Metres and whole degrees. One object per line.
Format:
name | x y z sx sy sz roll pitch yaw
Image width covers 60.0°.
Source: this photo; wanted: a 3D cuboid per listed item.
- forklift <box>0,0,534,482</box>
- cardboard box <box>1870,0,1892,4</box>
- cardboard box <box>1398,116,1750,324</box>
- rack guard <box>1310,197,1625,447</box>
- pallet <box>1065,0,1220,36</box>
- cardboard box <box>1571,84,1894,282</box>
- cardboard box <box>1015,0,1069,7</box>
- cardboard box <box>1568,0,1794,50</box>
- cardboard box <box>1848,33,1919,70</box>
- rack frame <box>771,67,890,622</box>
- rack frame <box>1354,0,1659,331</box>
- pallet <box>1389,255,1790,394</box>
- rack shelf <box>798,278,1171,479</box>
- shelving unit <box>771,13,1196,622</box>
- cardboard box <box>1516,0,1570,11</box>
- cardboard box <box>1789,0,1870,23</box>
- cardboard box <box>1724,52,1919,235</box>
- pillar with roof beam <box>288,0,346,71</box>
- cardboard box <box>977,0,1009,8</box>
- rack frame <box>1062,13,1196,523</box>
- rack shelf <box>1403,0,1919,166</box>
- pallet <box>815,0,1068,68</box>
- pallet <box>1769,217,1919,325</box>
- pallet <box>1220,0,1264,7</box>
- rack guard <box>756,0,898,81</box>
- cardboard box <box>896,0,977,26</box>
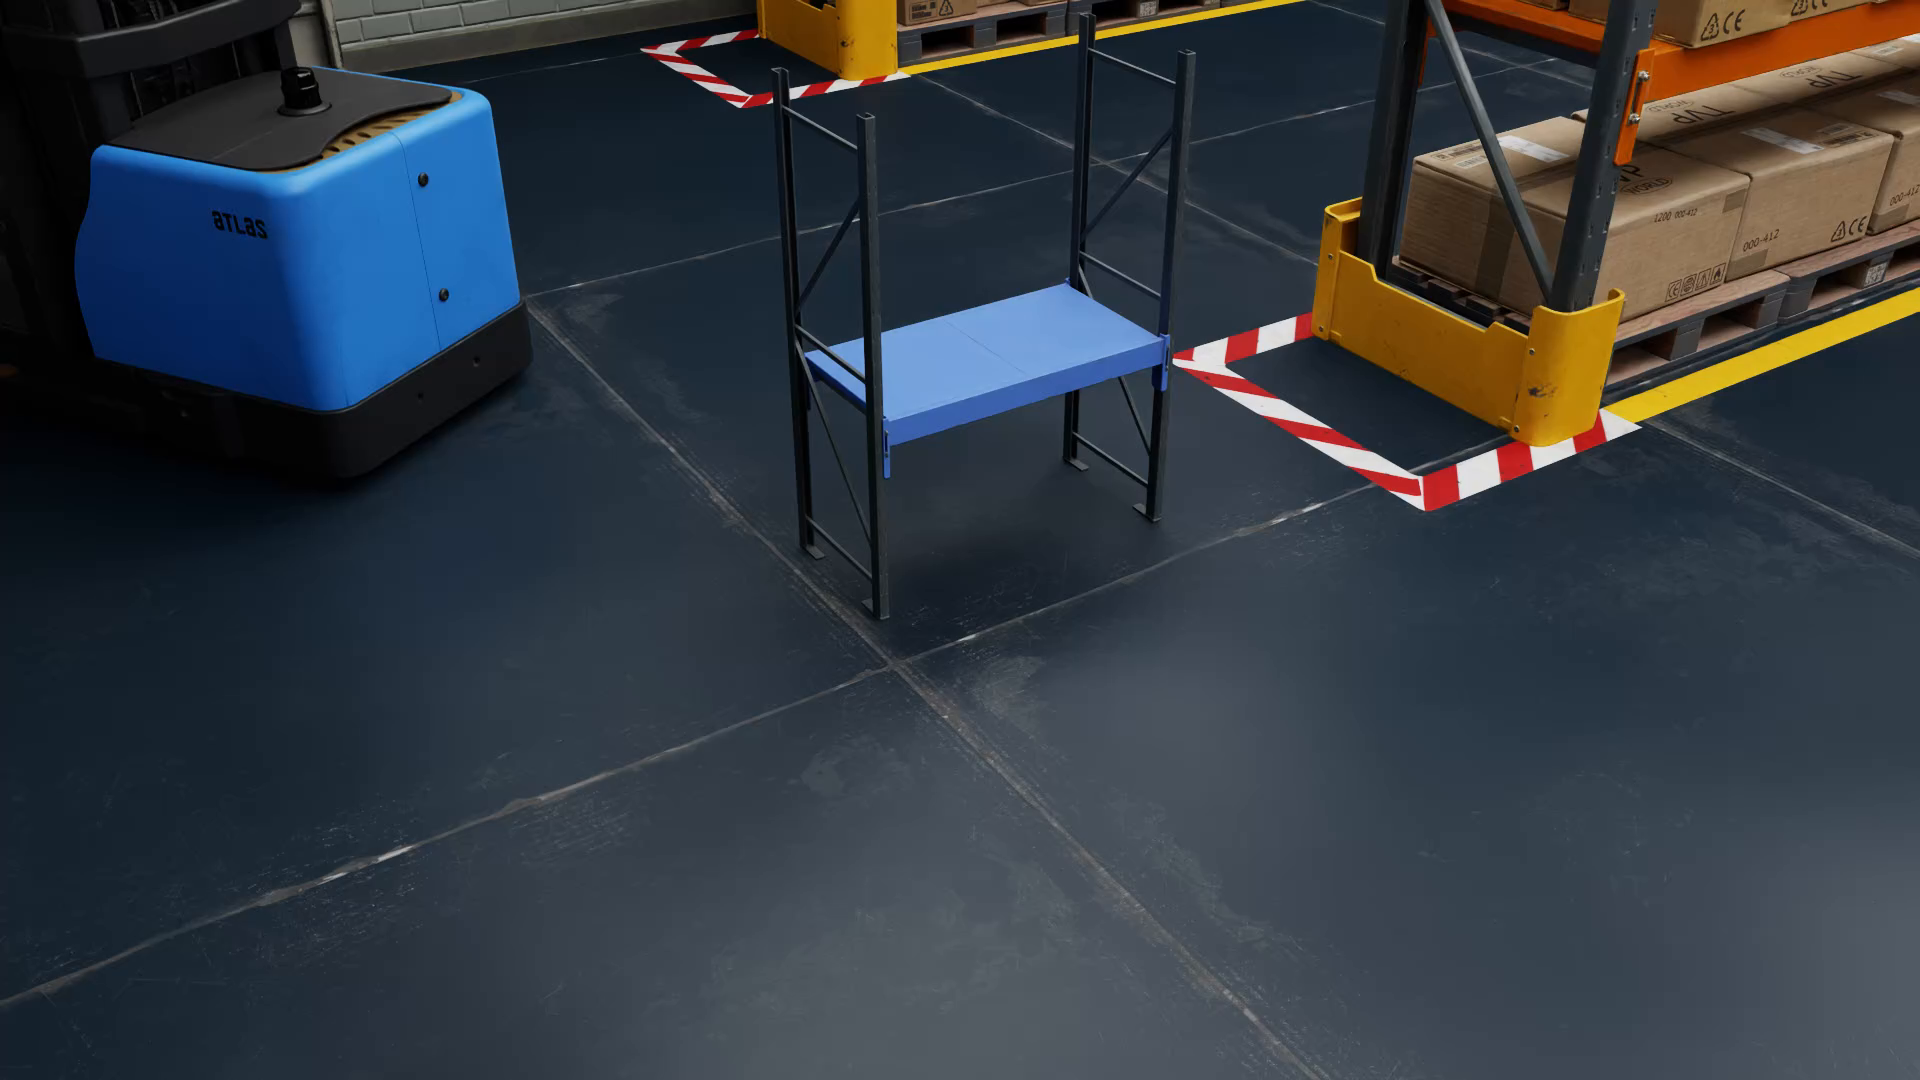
forklift | -3.146 -1.947 5.589 3.031 2.935 1.130 13 35 20
cardboard box | 3.244 -2.245 5.904 0.500 0.500 0.500 -19 37 -28
cardboard box | 2.338 -1.225 6.388 0.875 0.438 0.875 -20 38 -29
rack guard | 1.818 -0.831 6.099 0.348 0.500 1.175 -19 37 -27
pallet | 0.903 -3.544 10.671 1.213 0.211 1.003 -19 37 -27
cardboard box | 3.103 -1.493 6.814 0.875 0.438 0.875 -18 36 -26
cardboard box | 0.450 -3.605 10.102 0.500 0.500 0.700 -17 36 -25
cardboard box | 2.397 -1.948 5.433 0.500 0.500 0.500 -19 37 -28
cardboard box | 4.614 -2.012 7.636 0.875 0.438 0.875 -20 37 -28
rack frame | -0.356 -0.512 4.656 0.032 1.500 0.500 -19 37 -27
rack frame | 1.838 -1.895 5.443 0.127 3.000 1.000 -19 37 -27
pallet | 2.467 -0.982 6.609 1.213 0.211 1.003 -19 37 -27
rack shelf | 0.072 -0.507 4.985 1.000 0.185 0.538 -19 37 -27
shelving unit | 0.072 -0.659 4.889 1.048 1.500 0.538 -19 37 -27
cardboard box | 2.100 -2.196 5.826 0.500 0.500 0.500 -19 37 -27
cardboard box | 2.807 -2.106 5.684 0.500 0.500 0.500 -20 37 -28
cardboard box | 3.862 -1.753 7.226 0.875 0.438 0.875 -20 37 -29
pillar with roof beam | -1.277 -4.352 3.714 0.400 9.000 9.100 -19 37 -27
cardboard box | 0.089 -3.332 9.999 0.250 0.149 0.380 -21 38 -29
rack frame | 0.499 -0.806 5.122 0.032 1.500 0.500 -19 37 -27
rack shelf | 3.519 -2.169 6.552 4.000 0.370 1.077 -19 37 -27
pallet | -0.121 -3.194 10.115 1.213 0.211 1.003 -19 37 -27
pallet | 3.492 -1.333 7.165 1.213 0.211 1.003 -19 37 -27
pallet | 1.930 -3.899 11.233 1.213 0.211 1.003 -19 37 -27
rack guard | -0.791 -3.085 9.672 0.348 0.500 1.175 -19 37 -27
cardboard box | -0.289 -3.376 9.737 0.637 0.503 0.797 -21 38 -29
